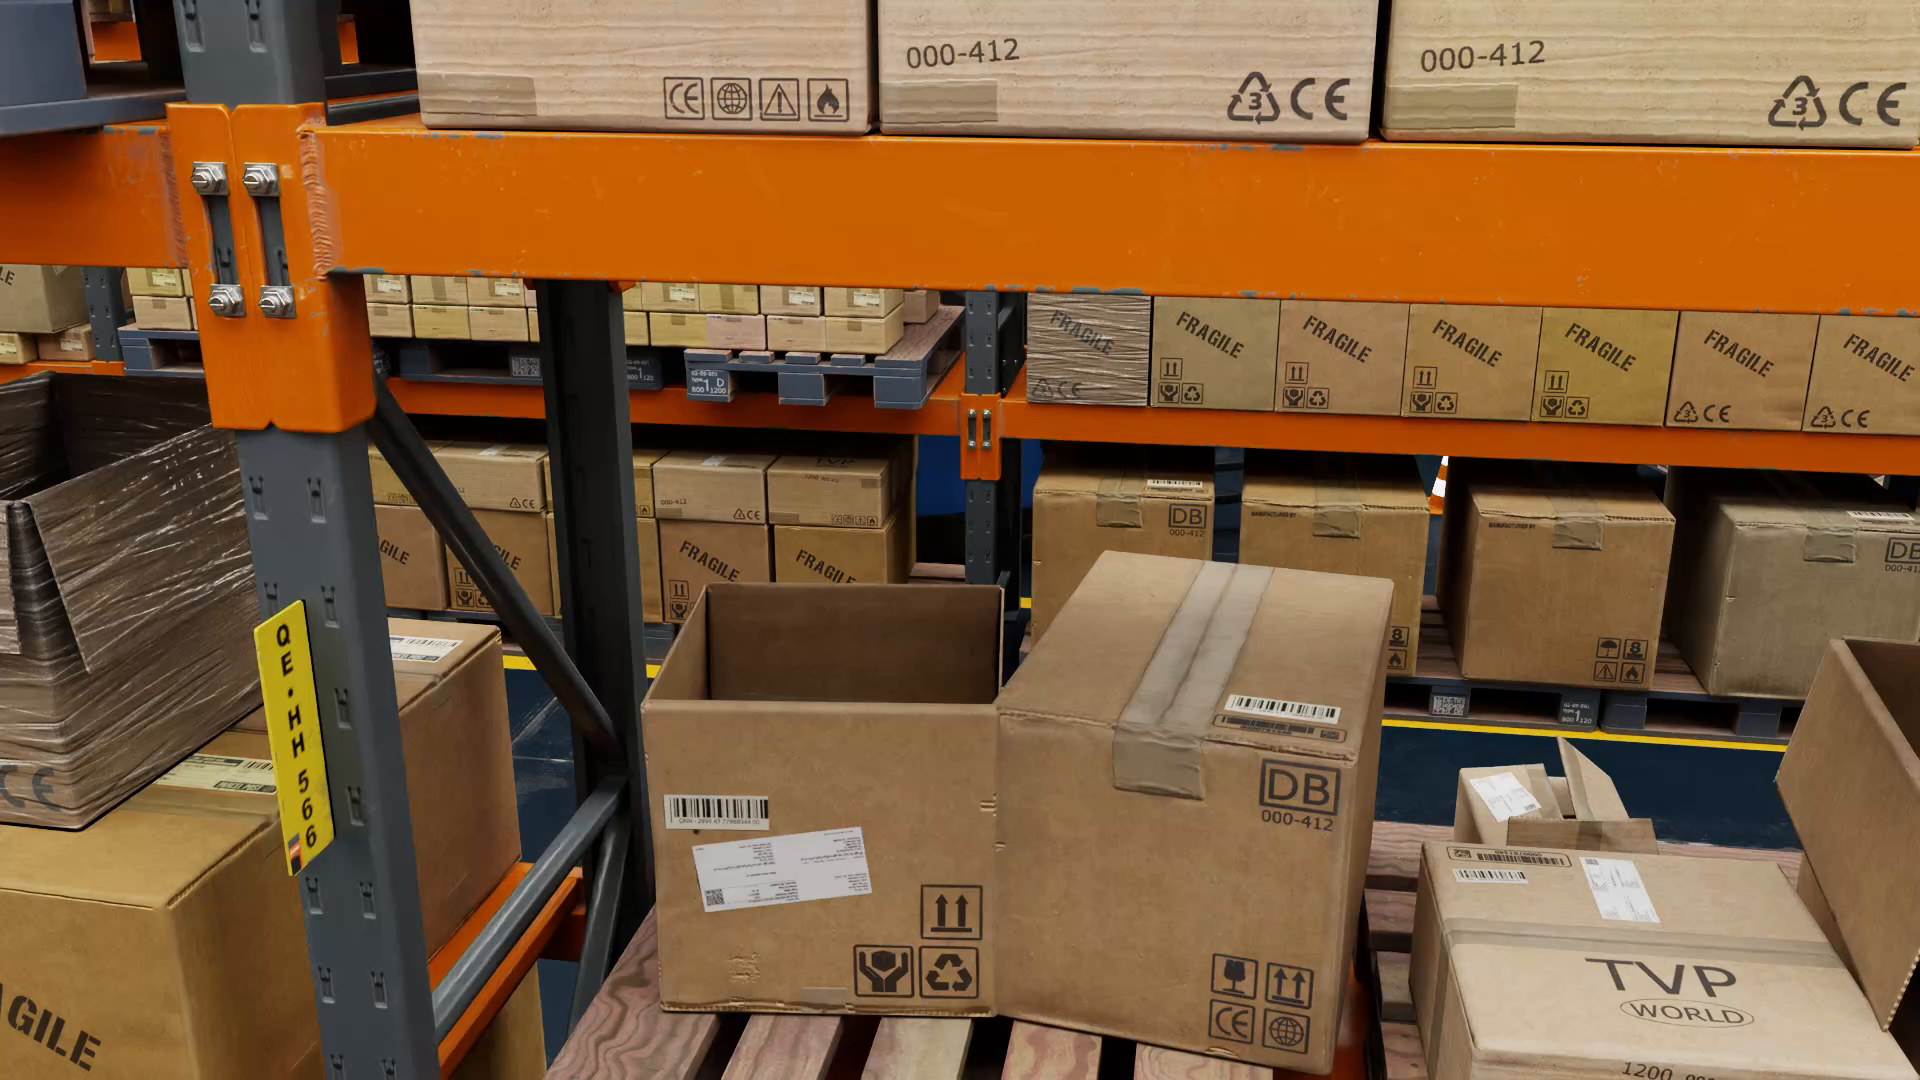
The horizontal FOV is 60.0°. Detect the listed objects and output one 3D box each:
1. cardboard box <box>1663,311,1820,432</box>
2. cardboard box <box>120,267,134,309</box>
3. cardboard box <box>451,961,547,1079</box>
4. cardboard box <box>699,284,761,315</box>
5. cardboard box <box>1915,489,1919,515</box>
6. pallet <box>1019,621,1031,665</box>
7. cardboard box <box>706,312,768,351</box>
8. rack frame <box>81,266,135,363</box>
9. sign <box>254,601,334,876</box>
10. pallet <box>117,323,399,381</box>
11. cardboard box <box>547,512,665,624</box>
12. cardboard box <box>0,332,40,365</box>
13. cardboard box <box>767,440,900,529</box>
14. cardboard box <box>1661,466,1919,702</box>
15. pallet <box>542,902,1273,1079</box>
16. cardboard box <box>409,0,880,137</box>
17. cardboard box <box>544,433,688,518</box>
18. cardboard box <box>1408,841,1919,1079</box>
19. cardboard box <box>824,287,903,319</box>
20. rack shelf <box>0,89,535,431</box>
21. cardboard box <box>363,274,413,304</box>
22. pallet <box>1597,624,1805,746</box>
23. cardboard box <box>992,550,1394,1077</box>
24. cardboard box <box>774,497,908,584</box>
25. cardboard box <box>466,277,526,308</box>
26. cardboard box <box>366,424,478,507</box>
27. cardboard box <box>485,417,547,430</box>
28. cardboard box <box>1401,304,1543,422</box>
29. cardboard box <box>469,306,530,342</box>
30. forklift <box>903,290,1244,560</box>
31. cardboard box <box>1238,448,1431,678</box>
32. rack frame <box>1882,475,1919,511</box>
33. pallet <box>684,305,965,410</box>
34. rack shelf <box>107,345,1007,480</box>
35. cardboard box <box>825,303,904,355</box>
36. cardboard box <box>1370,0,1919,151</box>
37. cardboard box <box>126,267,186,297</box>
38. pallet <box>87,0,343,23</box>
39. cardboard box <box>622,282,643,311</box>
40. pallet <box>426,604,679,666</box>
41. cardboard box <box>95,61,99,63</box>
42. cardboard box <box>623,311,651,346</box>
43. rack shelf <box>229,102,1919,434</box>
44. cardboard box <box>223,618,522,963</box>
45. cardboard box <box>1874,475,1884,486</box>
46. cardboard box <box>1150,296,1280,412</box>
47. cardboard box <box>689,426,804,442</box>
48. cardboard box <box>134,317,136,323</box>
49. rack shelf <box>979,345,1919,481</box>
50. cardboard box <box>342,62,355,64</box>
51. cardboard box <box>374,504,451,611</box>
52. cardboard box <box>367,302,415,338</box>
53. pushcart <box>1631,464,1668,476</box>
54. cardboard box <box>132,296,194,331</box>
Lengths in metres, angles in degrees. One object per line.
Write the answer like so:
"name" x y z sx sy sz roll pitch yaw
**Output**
"cardboard box" 3.055 -0.745 6.646 0.500 0.500 0.500 3 19 8
"cardboard box" -4.236 -1.425 8.208 0.500 0.500 0.500 3 19 8
"cardboard box" -1.402 1.385 3.124 0.875 0.875 1.225 2 19 6
"cardboard box" -0.922 -1.060 7.009 0.250 0.149 0.380 3 19 10
"cardboard box" 5.686 -0.305 9.207 0.503 0.637 0.797 3 19 9
"pallet" 0.929 0.454 7.612 1.213 0.211 1.003 3 19 9
"cardboard box" -0.897 -0.918 7.053 0.250 0.149 0.380 3 19 10
"rack frame" -3.787 -1.133 7.961 0.127 3.000 1.000 3 19 9
"sign" -0.809 0.243 2.026 0.005 0.325 0.100 3 19 9
"pallet" -3.056 -0.958 7.740 1.213 0.211 1.003 3 19 9
"cardboard box" -1.566 0.055 7.689 0.500 0.500 0.500 2 19 6
"cardboard box" -4.378 -0.933 7.761 0.250 0.149 0.380 2 19 7
"cardboard box" -0.555 -0.253 7.427 0.500 0.250 0.500 2 19 7
"cardboard box" 3.484 0.135 7.057 0.750 0.750 1.050 3 19 8
"pallet" -0.004 0.711 2.753 1.003 0.211 1.213 3 19 9
"cardboard box" -0.301 -0.630 1.969 0.500 0.250 0.500 3 19 10
"cardboard box" -1.554 -0.305 7.584 0.500 0.250 0.500 3 19 10
"cardboard box" 0.894 0.646 2.220 0.500 0.250 0.500 2 19 7
"cardboard box" -0.398 -1.035 6.933 0.250 0.149 0.380 3 19 10
"rack shelf" -2.699 -0.564 2.669 4.000 0.370 1.077 3 19 9
"cardboard box" -2.437 -1.139 7.244 0.250 0.149 0.380 4 19 11
"pallet" 3.338 0.577 7.245 1.213 0.211 1.003 3 19 9
"cardboard box" 0.382 0.382 2.613 0.500 0.500 0.700 6 19 17
"cardboard box" -0.529 0.104 7.543 0.500 0.500 0.500 3 19 8
"cardboard box" -1.927 -1.112 7.163 0.250 0.149 0.380 3 19 8
"cardboard box" -2.573 -0.356 7.735 0.500 0.250 0.500 3 19 10
"cardboard box" -1.982 -0.491 8.140 0.500 0.250 0.500 2 19 6
"cardboard box" 2.054 -0.795 6.796 0.500 0.500 0.500 3 19 8
"cardboard box" -1.933 -0.971 7.212 0.250 0.149 0.380 2 19 6
"forklift" 0.754 -1.472 9.084 3.031 2.935 1.130 -5 19 -15
"cardboard box" 1.613 0.038 7.345 0.750 0.750 1.050 3 19 9
"rack frame" 4.112 -0.730 6.757 0.127 3.000 1.000 3 19 9
"pallet" -0.558 -0.843 7.397 1.003 0.211 1.213 3 19 9
"rack shelf" -1.813 -0.691 7.774 4.000 0.370 1.077 3 19 9
"cardboard box" -0.398 -0.892 6.976 0.250 0.149 0.380 3 19 10
"cardboard box" 0.715 -0.582 1.823 0.500 0.250 0.500 3 19 10
"cardboard box" -3.471 -1.190 7.397 0.250 0.149 0.380 3 19 10
"pallet" -3.195 -2.402 7.322 1.003 0.211 1.213 3 19 9
"cardboard box" -1.414 -1.086 7.086 0.250 0.149 0.380 3 19 8
"pallet" -1.810 0.289 8.106 1.213 0.211 1.003 3 19 9
"cardboard box" -6.475 -3.623 12.649 0.250 0.149 0.380 3 19 10
"cardboard box" -1.408 -0.945 7.133 0.250 0.149 0.380 2 19 6
"rack shelf" 1.250 -0.363 2.067 4.000 0.370 1.077 3 19 9
"cardboard box" -1.161 0.460 3.042 0.500 0.500 0.500 3 19 10
"cardboard box" 5.261 -0.276 9.709 0.396 0.266 0.258 -11 21 -29
"cardboard box" 1.065 -0.847 6.949 0.500 0.500 0.500 3 19 8
"cardboard box" -0.981 -0.437 7.977 0.500 0.250 0.500 3 19 8
"cardboard box" -4.015 -1.130 8.349 0.250 0.149 0.380 4 19 11
"rack shelf" 2.137 -0.489 7.172 4.000 0.370 1.077 3 19 9
"cardboard box" -4.450 -3.505 12.295 0.250 0.149 0.380 3 19 8
"cardboard box" -2.577 0.000 7.853 0.500 0.500 0.500 4 19 11
"cardboard box" -2.451 -0.997 7.290 0.250 0.149 0.380 2 19 6
"pushcart" 4.485 -0.325 9.681 0.936 0.377 1.648 -3 19 -10
"cardboard box" -3.471 -1.049 7.444 0.250 0.149 0.380 2 19 6
